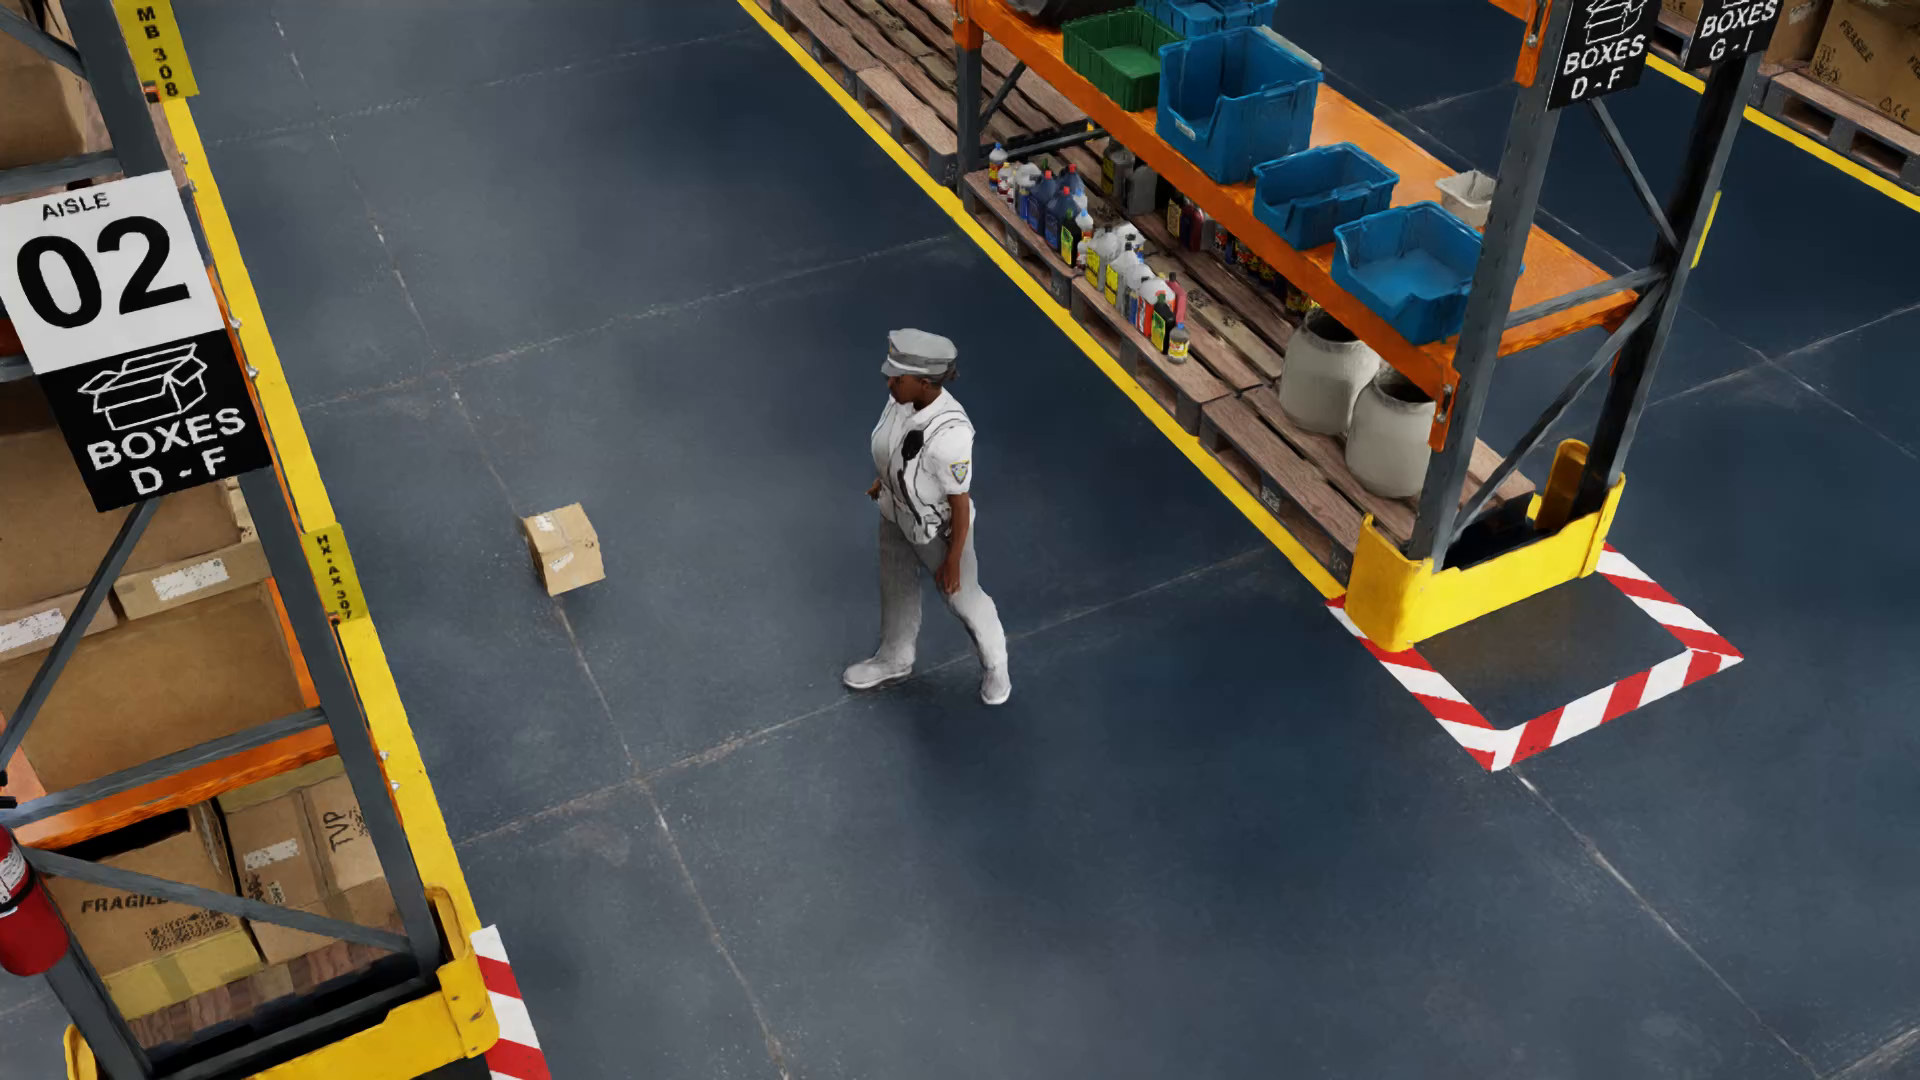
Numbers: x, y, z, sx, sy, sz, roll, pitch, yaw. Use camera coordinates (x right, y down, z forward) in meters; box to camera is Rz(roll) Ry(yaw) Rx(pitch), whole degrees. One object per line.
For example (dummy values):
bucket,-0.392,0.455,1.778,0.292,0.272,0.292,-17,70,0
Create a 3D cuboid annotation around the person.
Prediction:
person,-0.148,-0.079,6.234,0.615,1.653,0.684,-26,48,-26
